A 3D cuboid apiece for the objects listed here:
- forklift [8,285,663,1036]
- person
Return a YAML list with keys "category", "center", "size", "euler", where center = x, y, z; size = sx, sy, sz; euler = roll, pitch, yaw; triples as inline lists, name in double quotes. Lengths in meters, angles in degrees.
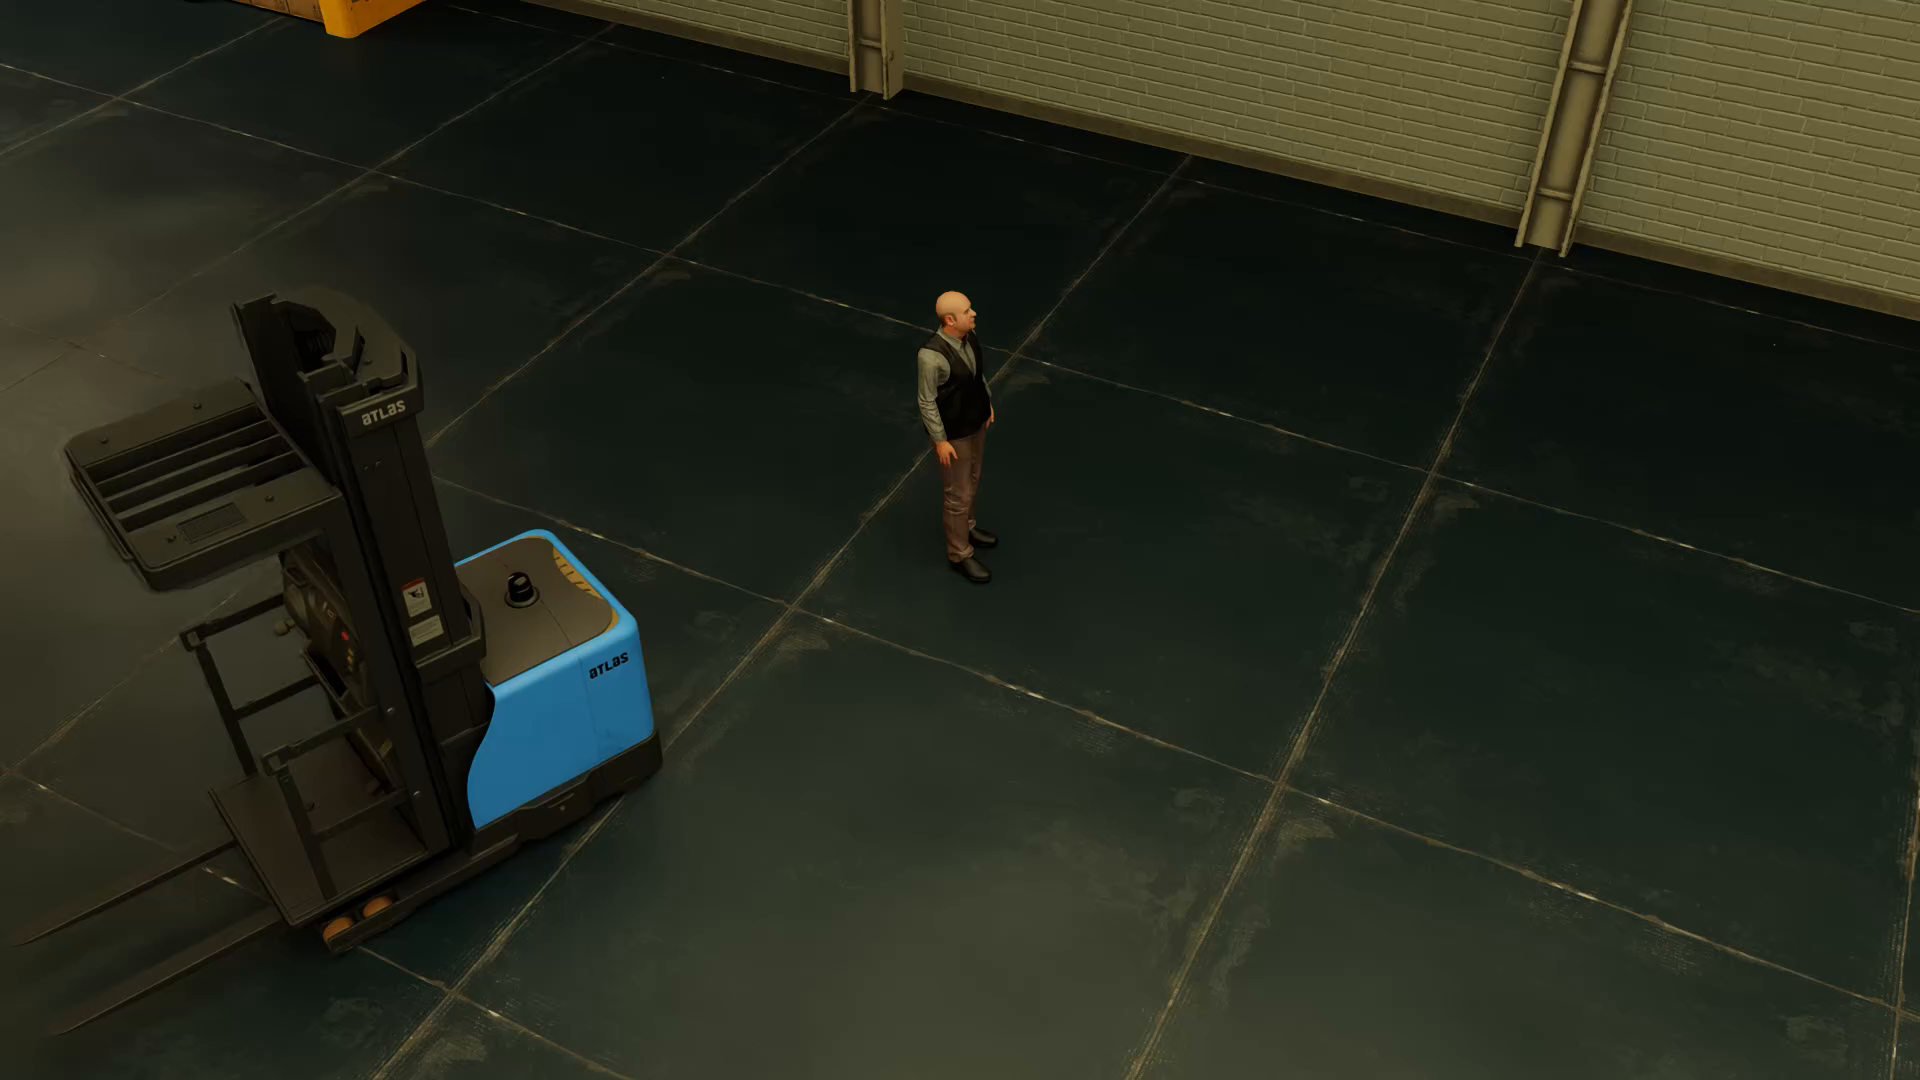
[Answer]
- category: "forklift"
  center: [-3.032, 0.456, 7.446]
  size: [3.031, 2.935, 1.130]
  euler: [-27, 47, -29]
- category: "person"
  center: [0.053, -0.641, 9.675]
  size: [0.566, 1.722, 0.634]
  euler: [18, 43, 21]
